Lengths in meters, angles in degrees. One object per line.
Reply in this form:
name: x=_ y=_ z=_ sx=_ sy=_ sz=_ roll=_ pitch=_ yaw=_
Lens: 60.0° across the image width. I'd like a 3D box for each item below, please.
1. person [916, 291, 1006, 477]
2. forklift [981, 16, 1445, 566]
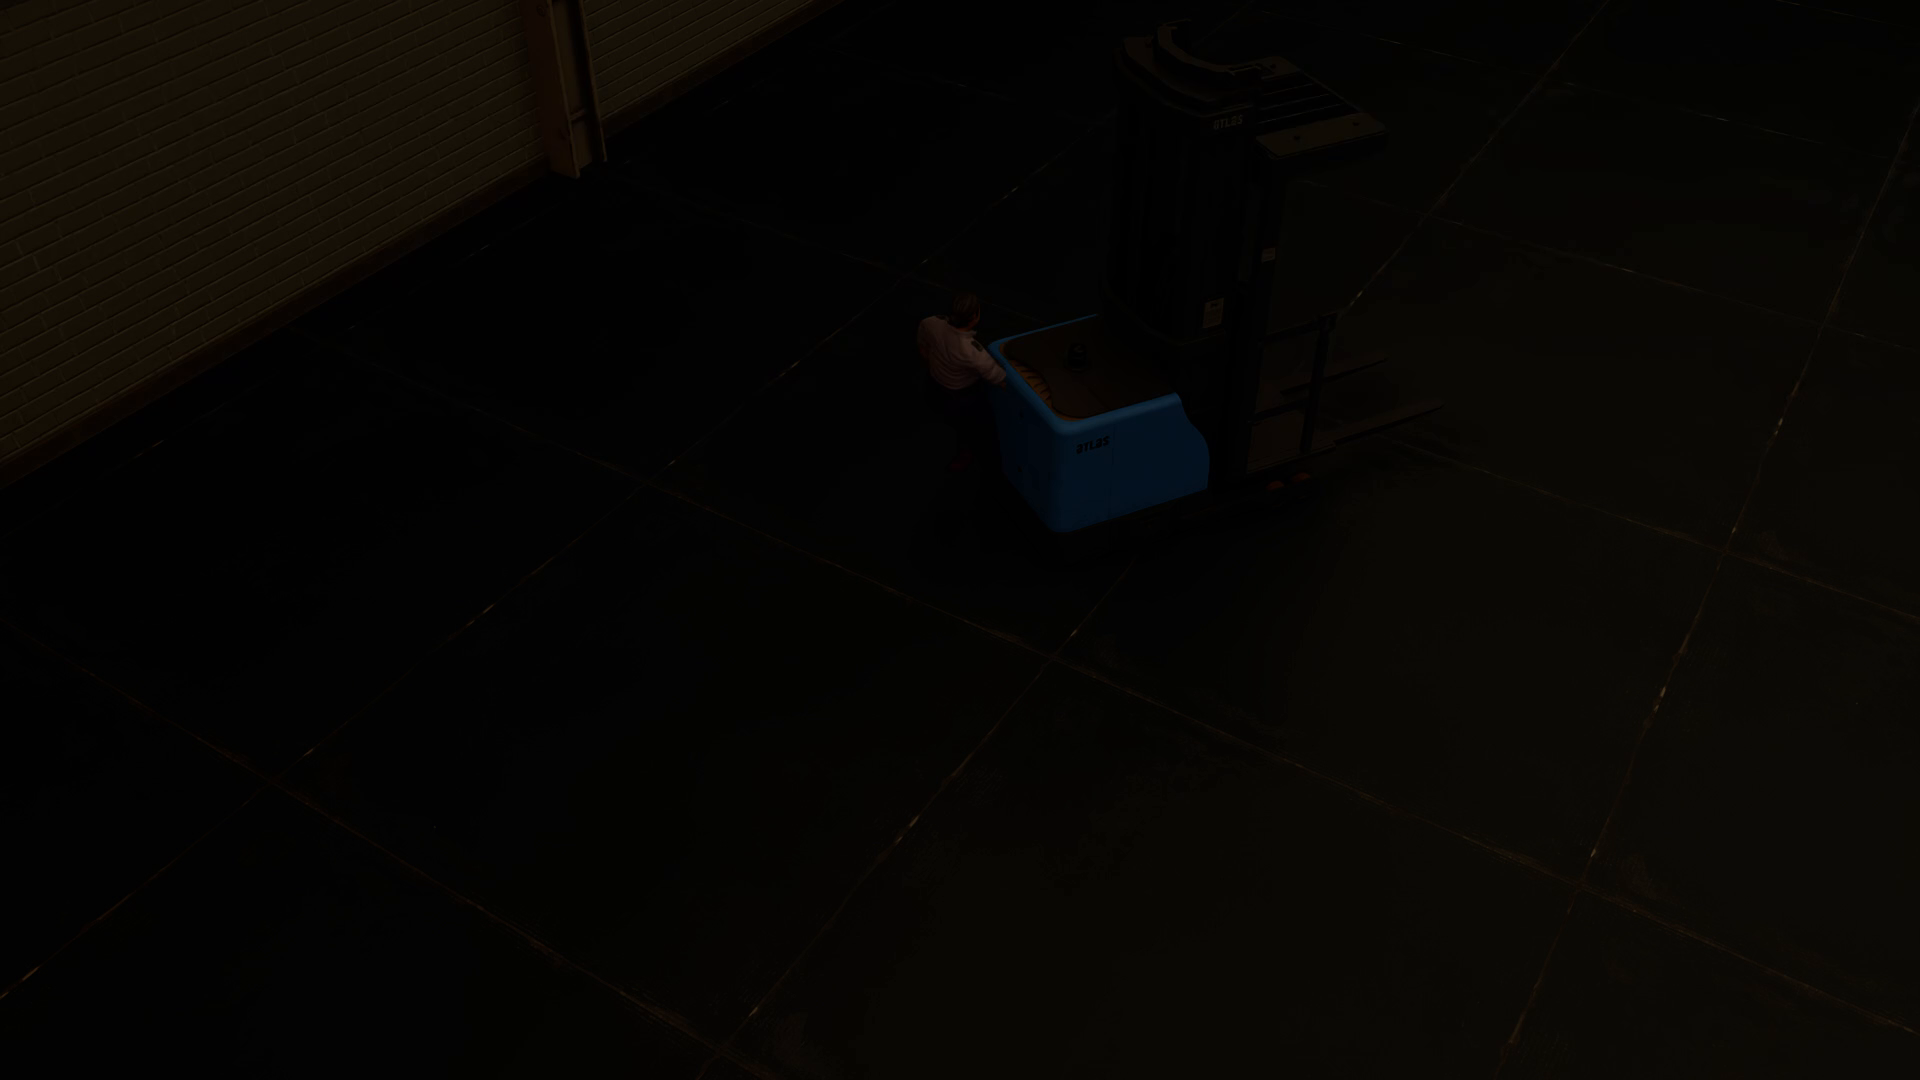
person: x=0.178 y=-0.905 z=10.121 sx=0.661 sy=1.536 sz=0.741 roll=-29 pitch=48 yaw=-30
forklift: x=1.691 y=-1.616 z=9.874 sx=3.031 sy=2.935 sz=1.130 roll=-17 pitch=43 yaw=-19
